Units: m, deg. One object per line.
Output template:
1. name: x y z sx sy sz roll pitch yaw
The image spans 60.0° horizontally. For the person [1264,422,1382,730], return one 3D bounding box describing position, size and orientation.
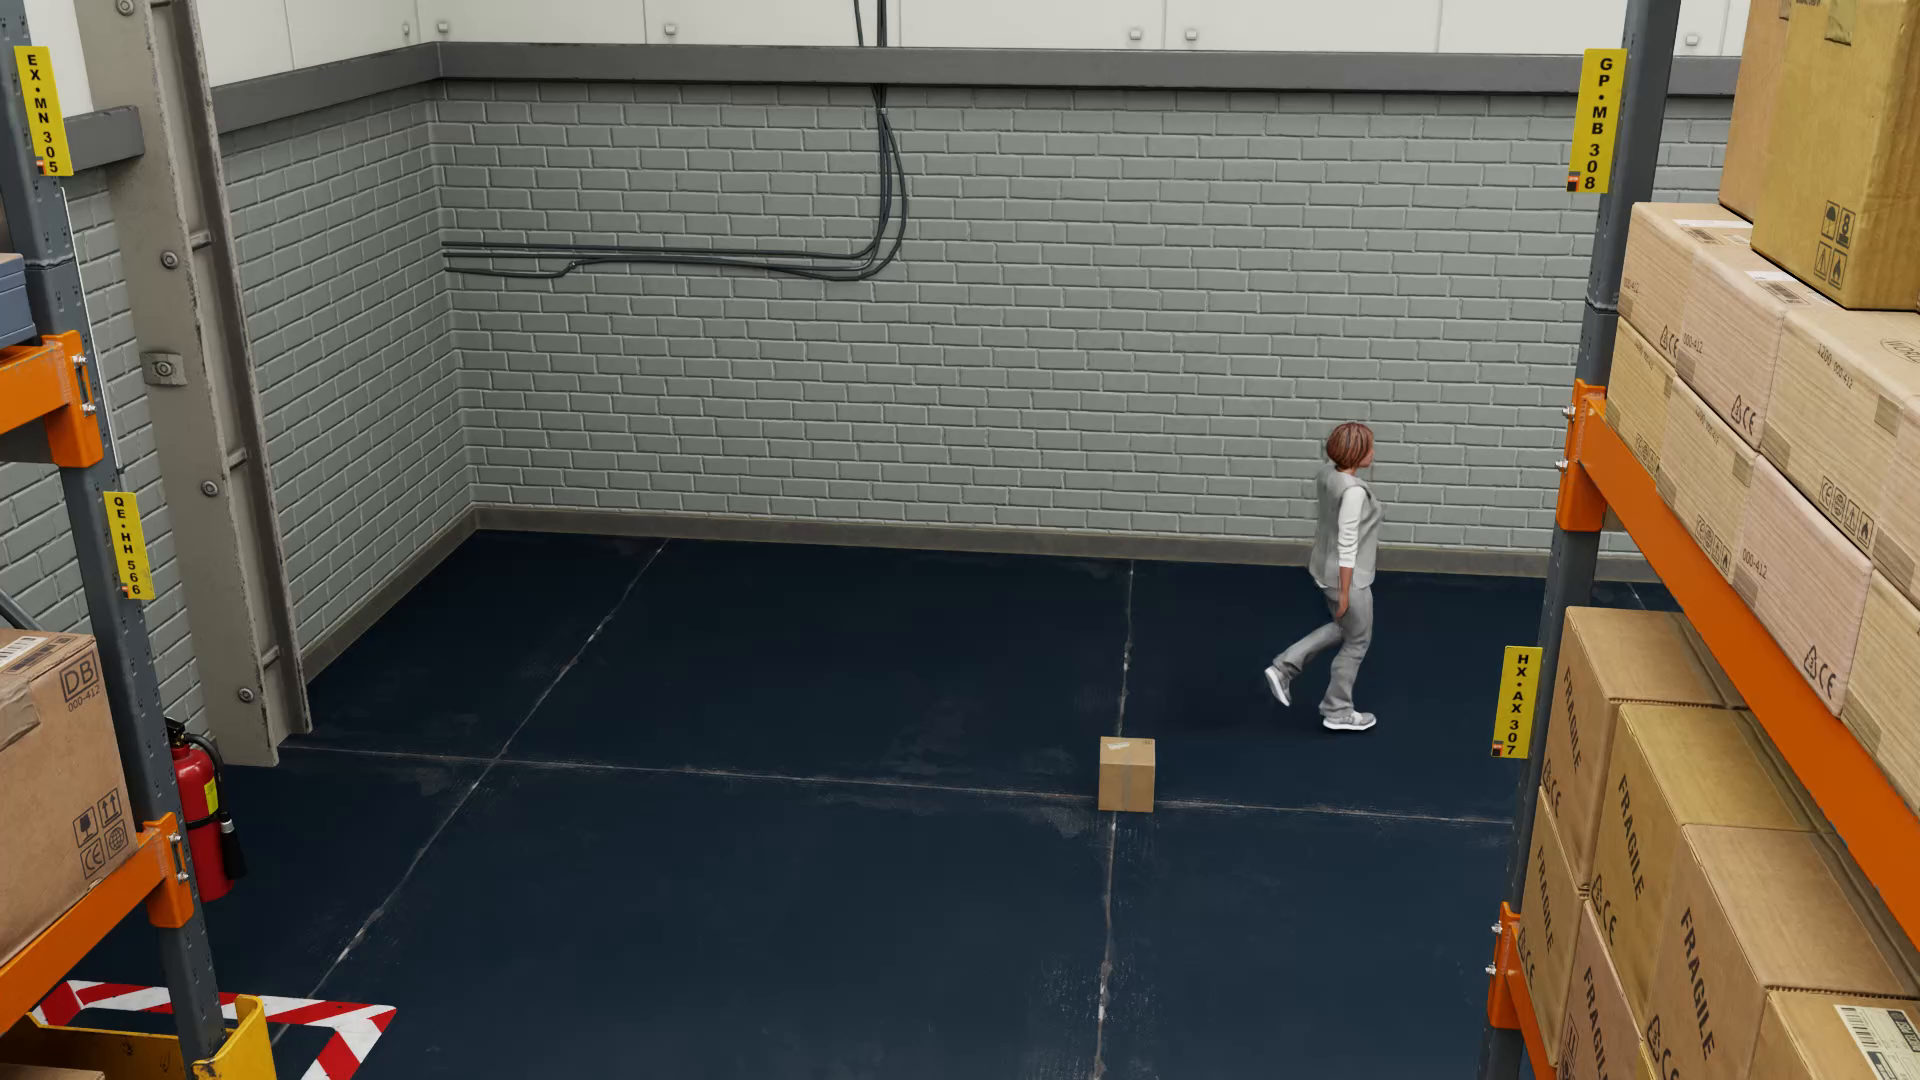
1. person: 1.801 0.188 8.058 0.557 1.590 0.422 -4 22 -10
